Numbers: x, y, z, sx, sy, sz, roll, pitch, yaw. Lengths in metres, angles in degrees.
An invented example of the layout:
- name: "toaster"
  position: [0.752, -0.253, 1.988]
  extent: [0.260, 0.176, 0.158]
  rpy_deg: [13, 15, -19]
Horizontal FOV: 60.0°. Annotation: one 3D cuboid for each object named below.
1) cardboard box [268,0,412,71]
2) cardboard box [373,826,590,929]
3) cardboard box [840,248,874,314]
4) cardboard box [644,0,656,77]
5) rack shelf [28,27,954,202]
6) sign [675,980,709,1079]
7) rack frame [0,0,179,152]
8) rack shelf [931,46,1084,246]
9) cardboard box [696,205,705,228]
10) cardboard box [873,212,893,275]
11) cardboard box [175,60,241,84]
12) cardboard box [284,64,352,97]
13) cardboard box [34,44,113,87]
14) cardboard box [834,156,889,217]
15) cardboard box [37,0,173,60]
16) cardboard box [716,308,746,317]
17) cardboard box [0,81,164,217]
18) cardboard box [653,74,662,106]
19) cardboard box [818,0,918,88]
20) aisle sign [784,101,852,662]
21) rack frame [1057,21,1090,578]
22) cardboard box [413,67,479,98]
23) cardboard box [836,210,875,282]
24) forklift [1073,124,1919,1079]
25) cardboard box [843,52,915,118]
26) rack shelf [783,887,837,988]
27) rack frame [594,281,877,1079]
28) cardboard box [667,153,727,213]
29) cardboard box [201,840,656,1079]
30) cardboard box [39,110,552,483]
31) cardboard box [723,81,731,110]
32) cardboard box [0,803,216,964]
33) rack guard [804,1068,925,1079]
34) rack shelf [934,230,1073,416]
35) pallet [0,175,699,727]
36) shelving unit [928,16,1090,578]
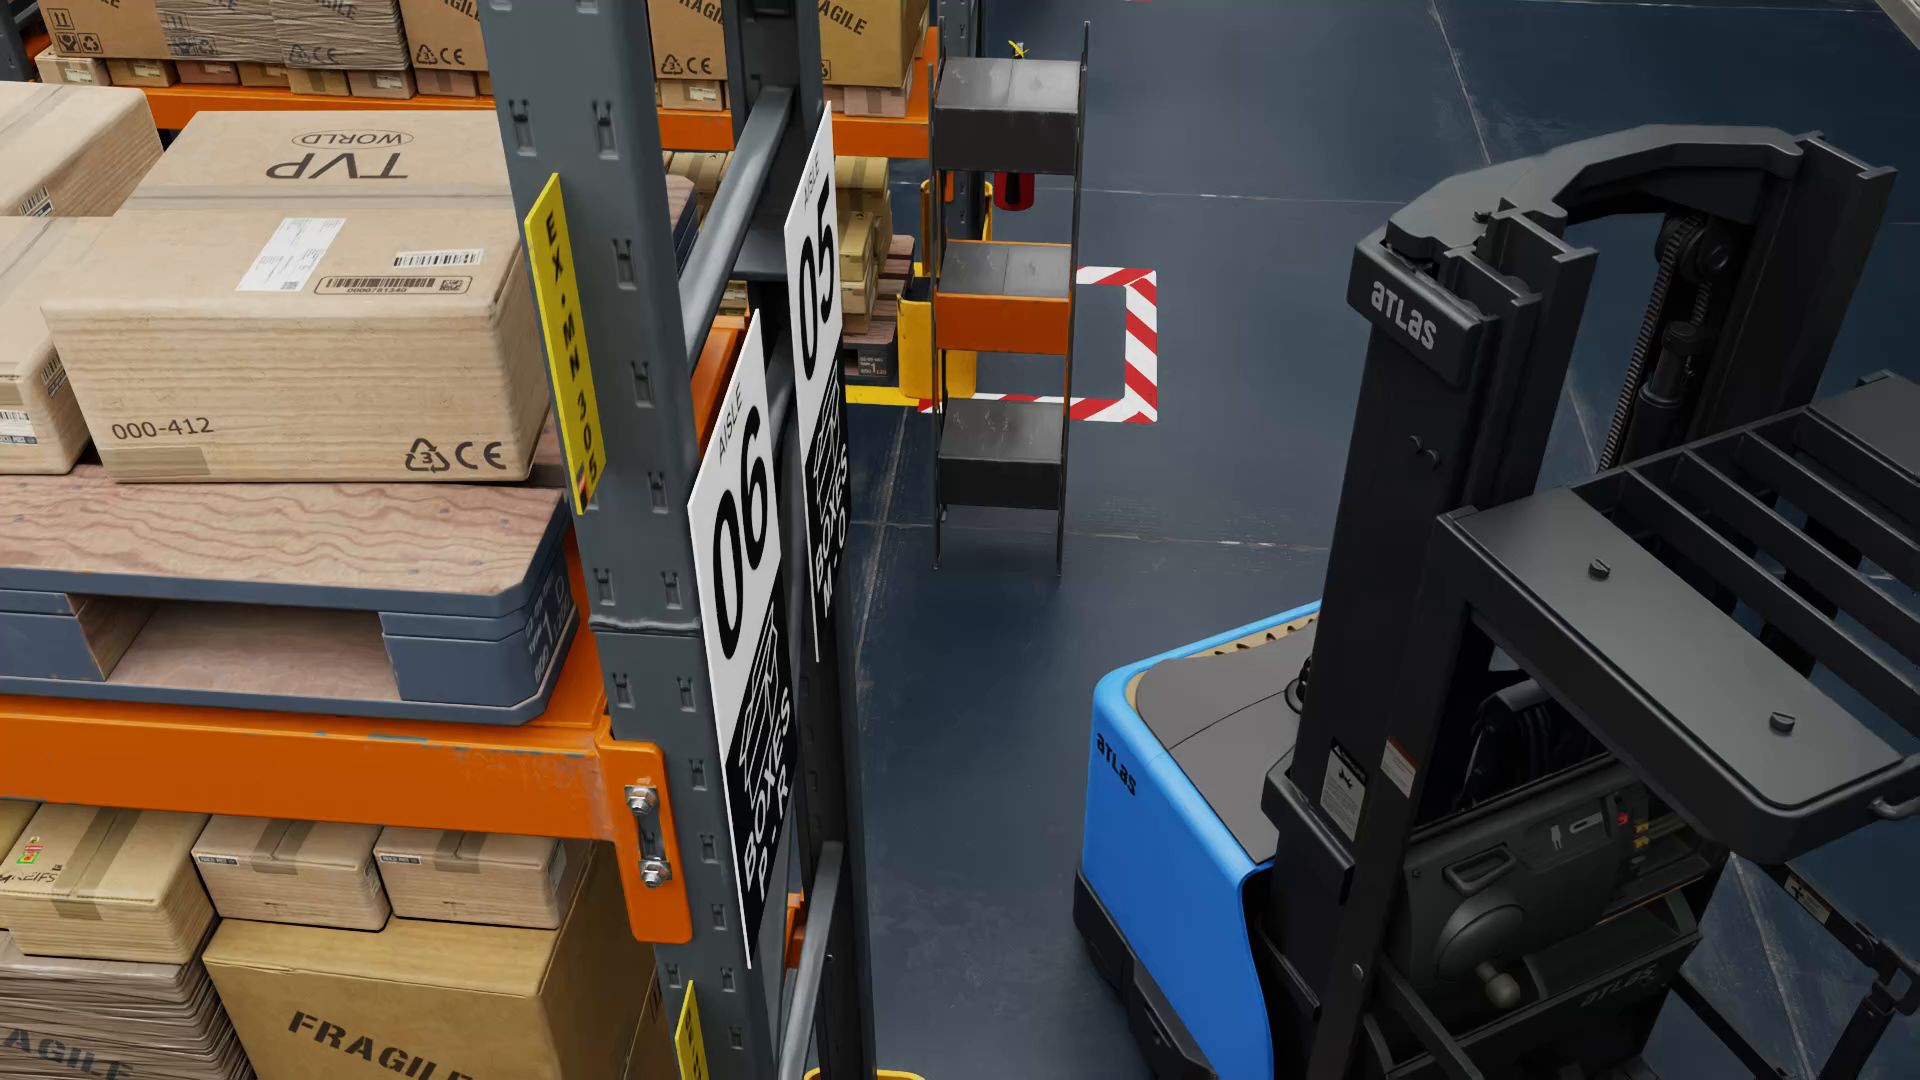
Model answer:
- name: "cardboard box"
  position: [-2.505, -2.277, 6.857]
  extent: [0.500, 0.500, 0.500]
  rpy_deg: [2, 39, 3]
- name: "cardboard box"
  position: [-0.685, 0.384, 2.518]
  extent: [0.250, 0.149, 0.380]
  rpy_deg: [4, 39, 4]
- name: "cardboard box"
  position: [-0.534, -1.185, 7.520]
  extent: [0.250, 0.149, 0.380]
  rpy_deg: [2, 39, 3]
- name: "cardboard box"
  position: [-1.472, -2.233, 6.802]
  extent: [0.500, 0.500, 0.500]
  rpy_deg: [3, 39, 4]
- name: "rack shelf"
  position: [-1.977, -1.993, 7.393]
  extent: [4.000, 0.370, 1.077]
  rpy_deg: [3, 39, 4]
- name: "sign"
  position: [-0.371, 0.755, 2.342]
  extent: [0.005, 0.325, 0.100]
  rpy_deg: [3, 39, 4]
- name: "rack frame"
  position: [-3.969, -2.381, 7.299]
  extent: [0.127, 3.000, 1.000]
  rpy_deg: [3, 39, 4]
- name: "rack shelf"
  position: [0.165, -1.338, 5.643]
  extent: [0.480, 0.518, 0.431]
  rpy_deg: [3, 39, 4]
- name: "cardboard box"
  position: [-1.300, -1.359, 7.498]
  extent: [0.250, 0.149, 0.380]
  rpy_deg: [2, 39, 2]
- name: "cardboard box"
  position: [-0.478, -1.450, 8.082]
  extent: [0.250, 0.149, 0.380]
  rpy_deg: [4, 39, 5]
- name: "cardboard box"
  position: [-3.181, -2.114, 7.170]
  extent: [0.250, 0.149, 0.380]
  rpy_deg: [2, 39, 2]
- name: "cardboard box"
  position: [-2.665, -2.040, 7.080]
  extent: [0.250, 0.149, 0.380]
  rpy_deg: [4, 39, 5]
- name: "cardboard box"
  position: [-3.715, -2.063, 7.107]
  extent: [0.250, 0.149, 0.380]
  rpy_deg: [4, 39, 5]
- name: "cardboard box"
  position: [-0.477, -1.694, 7.909]
  extent: [0.250, 0.149, 0.380]
  rpy_deg: [1, 39, 2]
- name: "cardboard box"
  position: [-3.497, -2.350, 6.946]
  extent: [0.500, 0.500, 0.500]
  rpy_deg: [2, 39, 3]
- name: "cardboard box"
  position: [-1.047, -1.137, 7.696]
  extent: [0.250, 0.149, 0.380]
  rpy_deg: [3, 39, 4]
- name: "cardboard box"
  position: [-1.375, -0.516, 2.419]
  extent: [0.250, 0.149, 0.380]
  rpy_deg: [4, 39, 5]
- name: "cardboard box"
  position: [-1.345, -1.979, 7.005]
  extent: [0.250, 0.149, 0.380]
  rpy_deg: [2, 39, 2]
- name: "cardboard box"
  position: [-0.454, -2.180, 6.737]
  extent: [0.500, 0.500, 0.500]
  rpy_deg: [4, 39, 5]
- name: "aisle sign"
  position: [-0.214, -0.231, 2.599]
  extent: [0.004, 0.787, 0.394]
  rpy_deg: [3, 39, 4]
- name: "rack frame"
  position: [0.408, -0.792, 6.060]
  extent: [0.015, 2.100, 0.400]
  rpy_deg: [3, 39, 4]
- name: "cardboard box"
  position: [-2.128, -2.036, 7.074]
  extent: [0.250, 0.149, 0.380]
  rpy_deg: [5, 39, 6]
- name: "cardboard box"
  position: [-0.533, -1.321, 7.451]
  extent: [0.250, 0.149, 0.380]
  rpy_deg: [4, 39, 4]
- name: "forklift"
  position: [1.438, 0.783, 3.466]
  extent: [1.130, 2.935, 3.031]
  rpy_deg: [-17, 42, -19]
- name: "cardboard box"
  position: [-0.333, -1.906, 6.914]
  extent: [0.250, 0.149, 0.380]
  rpy_deg: [3, 39, 4]
- name: "rack shelf"
  position: [-2.303, 1.125, 3.561]
  extent: [4.000, 0.370, 1.077]
  rpy_deg: [3, 39, 4]
- name: "rack frame"
  position: [-0.310, 0.955, 3.200]
  extent: [0.127, 3.000, 1.000]
  rpy_deg: [3, 39, 4]
- name: "cardboard box"
  position: [-1.256, -1.689, 7.903]
  extent: [0.250, 0.149, 0.380]
  rpy_deg: [1, 39, 2]
- name: "cardboard box"
  position: [-0.811, 0.652, 2.701]
  extent: [0.500, 0.500, 0.500]
  rpy_deg: [4, 39, 5]
- name: "cardboard box"
  position: [-0.766, -0.319, 2.097]
  extent: [0.500, 0.250, 0.500]
  rpy_deg: [0, 39, 0]
- name: "cardboard box"
  position: [-0.829, -1.947, 6.965]
  extent: [0.250, 0.149, 0.380]
  rpy_deg: [3, 39, 3]
- name: "cardboard box"
  position: [-1.205, 0.424, 2.468]
  extent: [0.250, 0.149, 0.380]
  rpy_deg: [3, 39, 3]
- name: "rack guard"
  position: [-0.286, 1.926, 3.988]
  extent: [0.348, 0.500, 1.175]
  rpy_deg: [3, 39, 4]
- name: "rack shelf"
  position: [0.165, -0.795, 6.085]
  extent: [0.480, 0.518, 0.431]
  rpy_deg: [3, 39, 4]
- name: "pallet"
  position: [-1.050, -0.208, 2.323]
  extent: [1.213, 0.211, 1.003]
  rpy_deg: [3, 39, 4]
- name: "shelving unit"
  position: [0.165, -0.805, 6.076]
  extent: [0.503, 2.100, 0.431]
  rpy_deg: [3, 39, 4]
